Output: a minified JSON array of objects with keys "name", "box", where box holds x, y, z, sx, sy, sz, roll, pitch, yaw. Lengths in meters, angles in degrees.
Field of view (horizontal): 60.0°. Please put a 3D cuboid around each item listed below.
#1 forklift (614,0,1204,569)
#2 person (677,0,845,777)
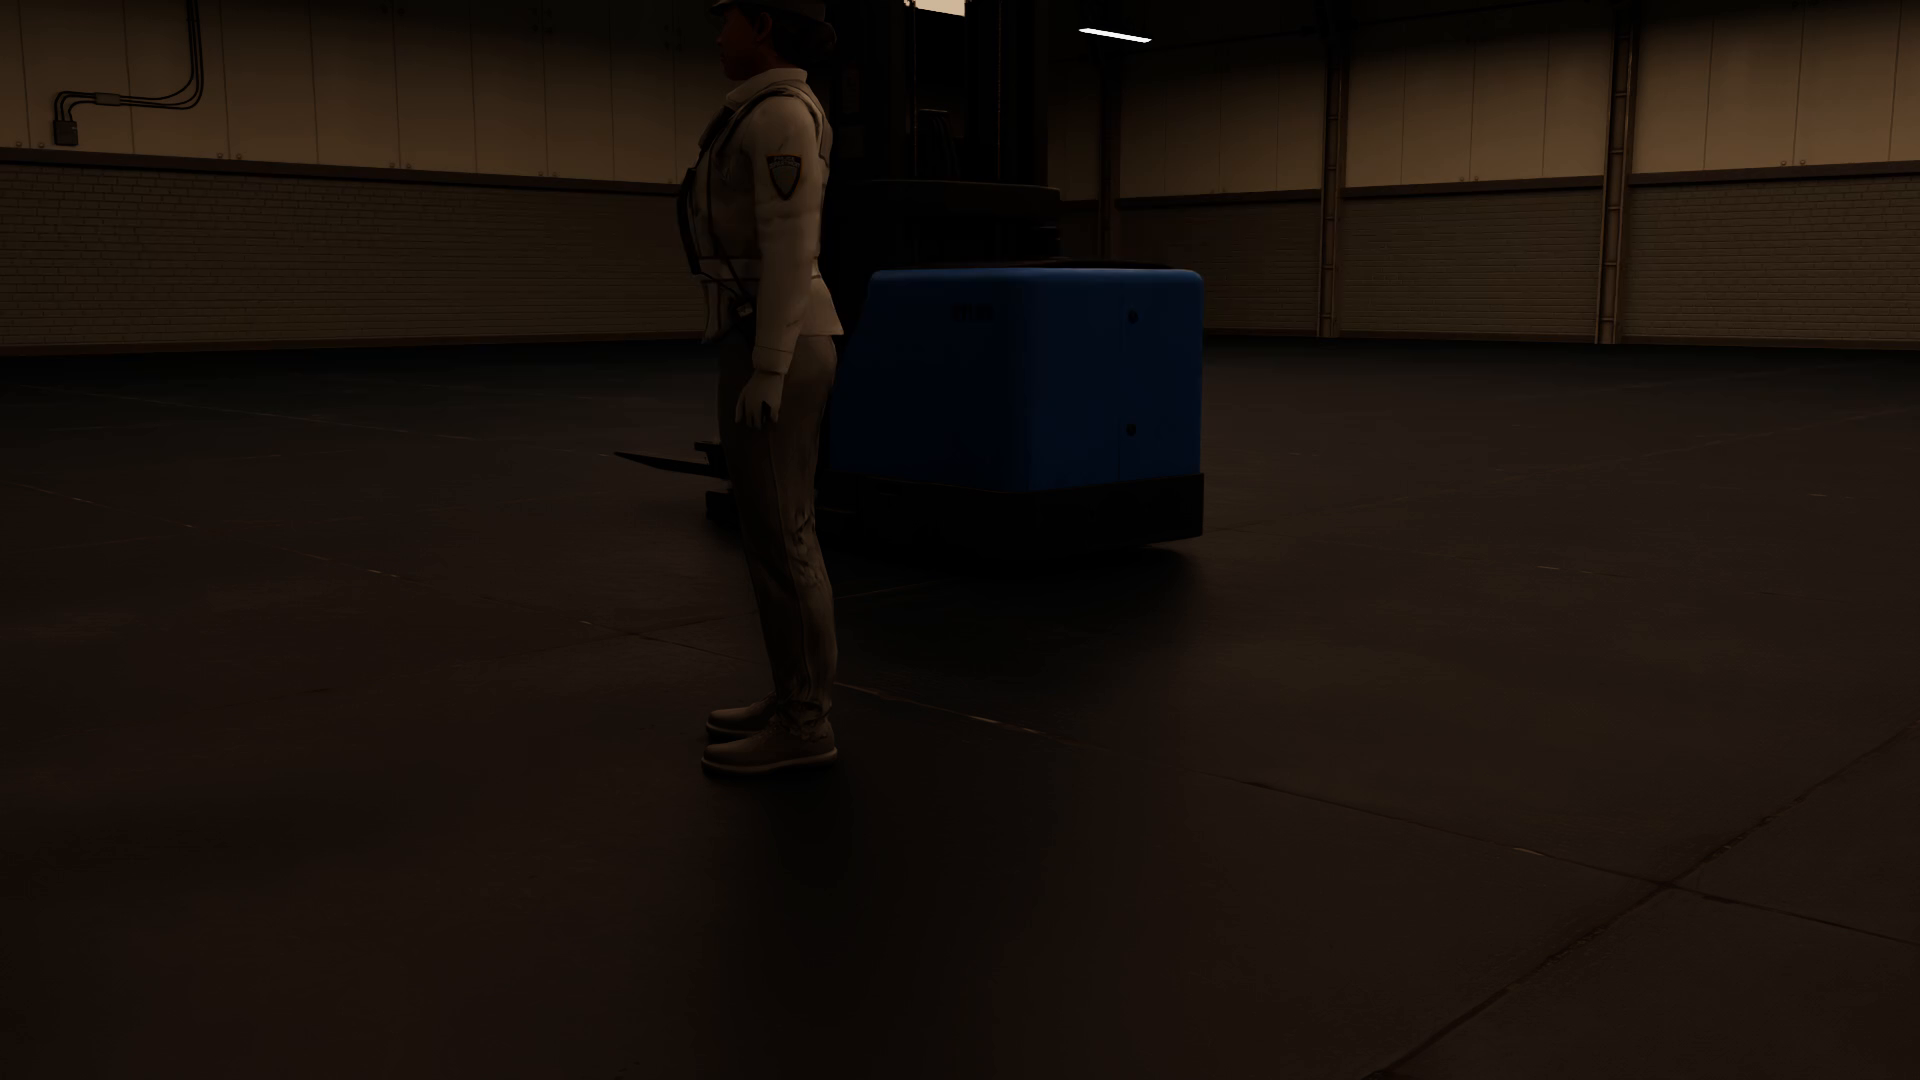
[{"name":"forklift","box":[-0.423,-1.517,6.947,1.130,2.935,3.031,-7,11,-41]},{"name":"person","box":[-0.403,-0.367,3.495,0.332,1.691,0.472,0,9,-2]}]
